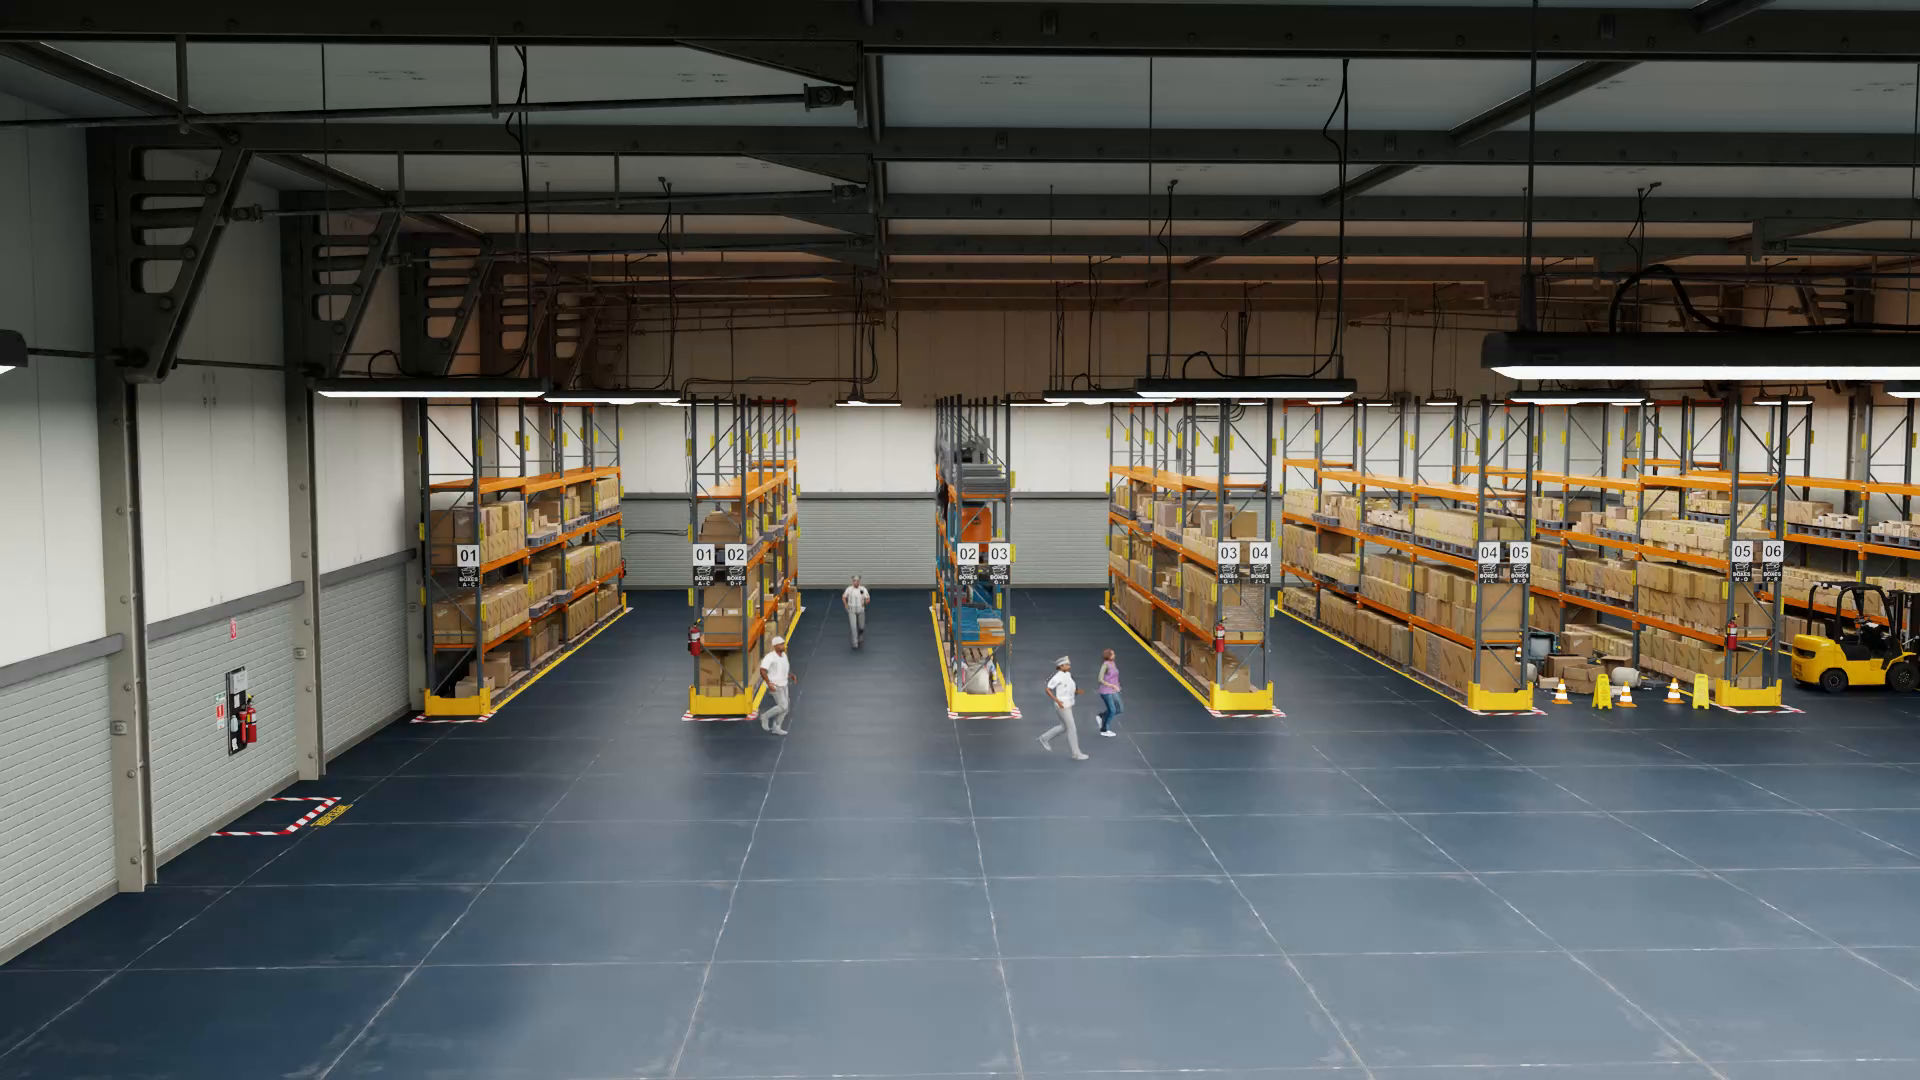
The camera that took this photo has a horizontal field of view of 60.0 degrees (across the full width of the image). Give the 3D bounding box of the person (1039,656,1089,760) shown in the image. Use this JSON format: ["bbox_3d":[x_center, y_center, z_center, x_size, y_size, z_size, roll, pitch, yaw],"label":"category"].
[{"bbox_3d":[1.689,2.725,27.242,0.924,1.668,0.583,2,5,25],"label":"person"}]

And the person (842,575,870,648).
[{"bbox_3d":[-2.506,1.697,40.089,0.672,1.741,0.779,0,5,-6],"label":"person"}]

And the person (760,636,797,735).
[{"bbox_3d":[-3.202,2.558,29.294,0.550,1.734,0.715,2,5,23],"label":"person"}]

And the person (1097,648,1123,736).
[{"bbox_3d":[2.604,2.660,29.044,0.524,1.554,0.512,3,5,31],"label":"person"}]
